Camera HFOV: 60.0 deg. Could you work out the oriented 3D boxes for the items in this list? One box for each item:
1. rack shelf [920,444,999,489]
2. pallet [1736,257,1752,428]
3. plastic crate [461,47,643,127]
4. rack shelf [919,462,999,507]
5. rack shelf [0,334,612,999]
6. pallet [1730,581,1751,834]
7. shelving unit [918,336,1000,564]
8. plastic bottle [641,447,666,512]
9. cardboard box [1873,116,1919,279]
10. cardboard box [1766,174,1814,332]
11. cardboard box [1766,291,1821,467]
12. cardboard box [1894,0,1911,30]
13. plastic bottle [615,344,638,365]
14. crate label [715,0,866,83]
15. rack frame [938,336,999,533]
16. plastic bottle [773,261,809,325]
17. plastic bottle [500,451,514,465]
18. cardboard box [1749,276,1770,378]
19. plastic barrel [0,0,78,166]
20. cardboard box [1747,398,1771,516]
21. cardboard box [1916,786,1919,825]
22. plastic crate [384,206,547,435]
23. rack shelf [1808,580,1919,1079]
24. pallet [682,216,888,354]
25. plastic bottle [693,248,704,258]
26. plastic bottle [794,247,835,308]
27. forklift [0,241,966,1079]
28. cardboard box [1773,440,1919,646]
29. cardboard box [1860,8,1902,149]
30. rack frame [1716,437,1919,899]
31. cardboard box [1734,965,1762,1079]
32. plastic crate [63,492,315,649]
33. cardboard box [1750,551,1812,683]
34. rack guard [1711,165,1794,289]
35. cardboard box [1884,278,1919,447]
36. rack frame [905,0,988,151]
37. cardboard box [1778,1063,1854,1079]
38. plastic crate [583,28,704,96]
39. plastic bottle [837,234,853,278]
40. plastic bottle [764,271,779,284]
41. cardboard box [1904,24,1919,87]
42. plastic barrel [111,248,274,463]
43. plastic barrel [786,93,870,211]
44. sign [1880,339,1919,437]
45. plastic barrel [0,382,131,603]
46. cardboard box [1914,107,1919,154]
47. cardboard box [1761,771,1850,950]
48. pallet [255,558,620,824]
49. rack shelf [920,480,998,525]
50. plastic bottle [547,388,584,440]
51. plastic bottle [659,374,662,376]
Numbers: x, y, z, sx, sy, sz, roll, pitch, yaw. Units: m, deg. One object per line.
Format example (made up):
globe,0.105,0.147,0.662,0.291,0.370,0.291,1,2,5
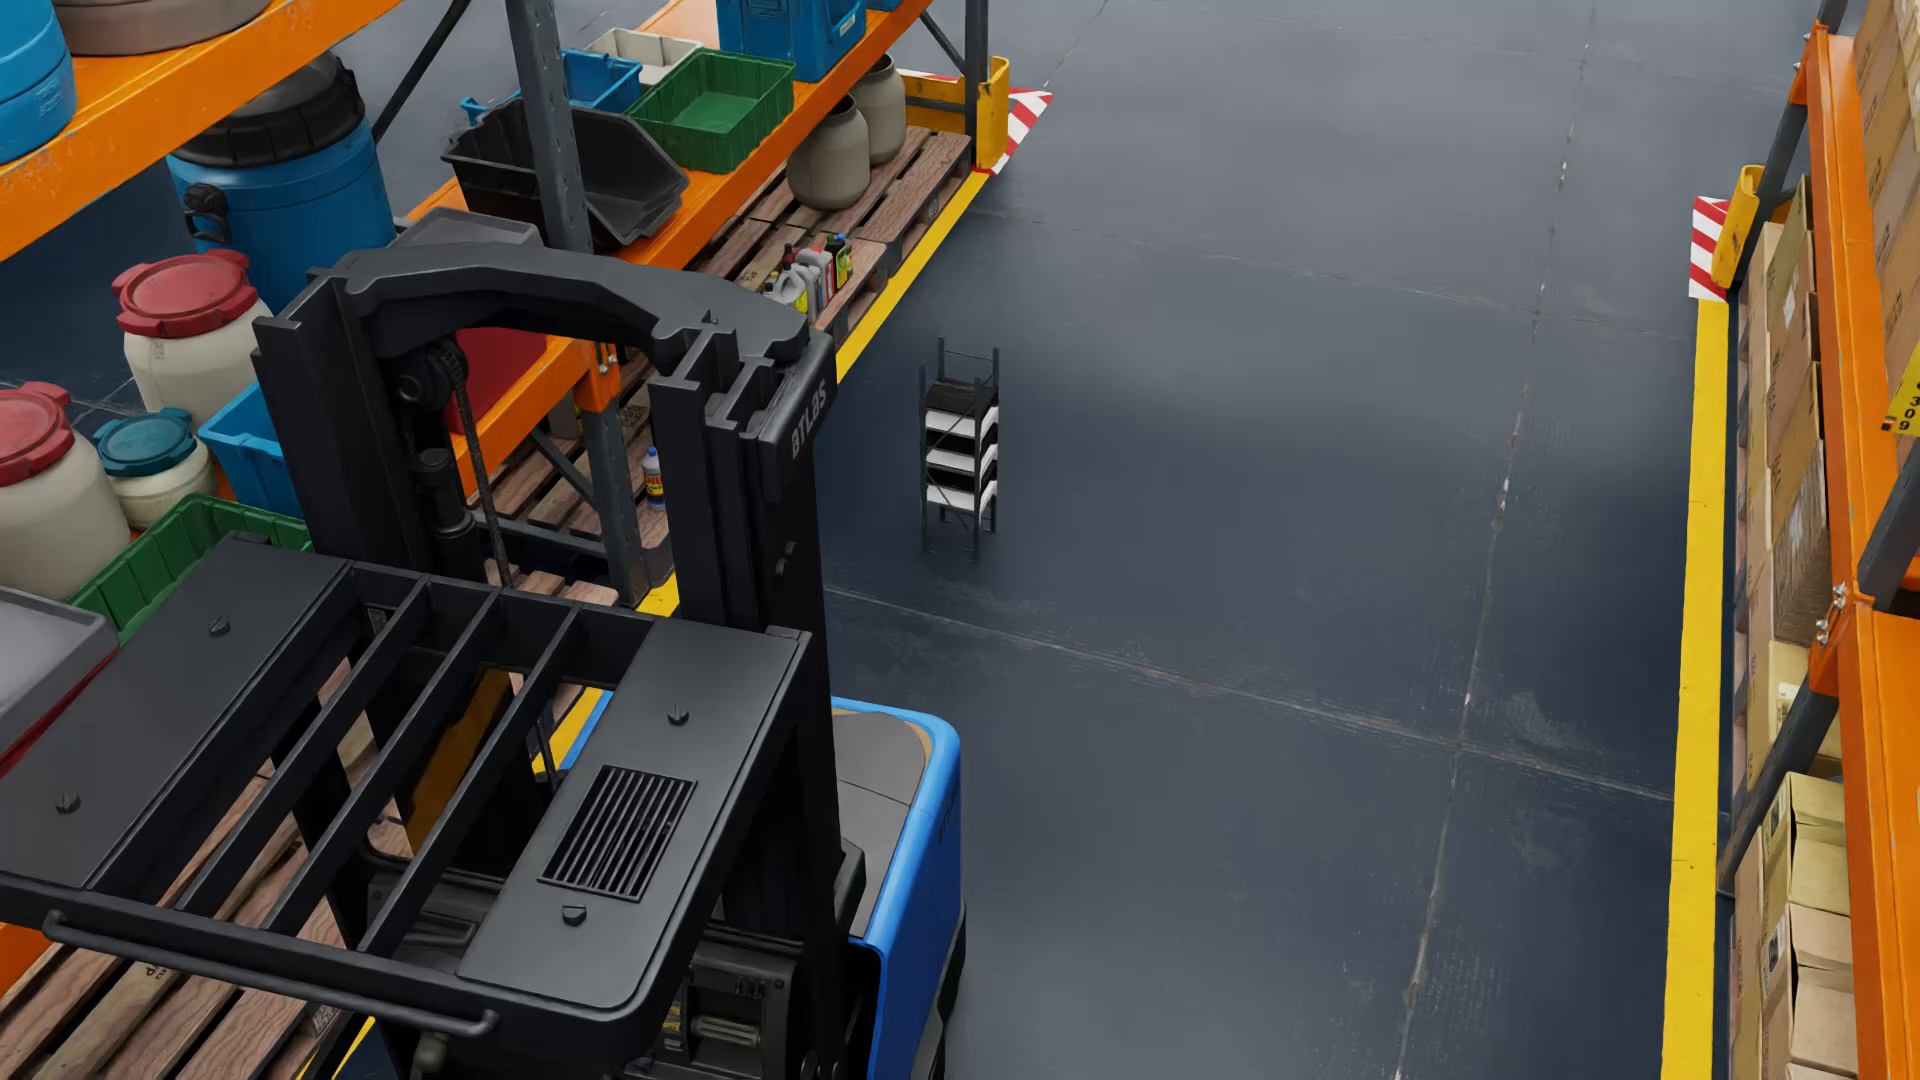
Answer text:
rack shelf,-0.003,-0.312,6.474,0.258,0.077,0.200,13,42,15
pallet,4.092,-0.821,7.550,1.003,0.211,1.213,13,42,15
plastic crate,-1.584,-1.698,6.544,0.499,0.251,0.616,13,42,15
rack shelf,-0.003,-0.244,6.532,0.258,0.077,0.200,13,42,15
rack shelf,-2.391,0.474,4.438,1.077,0.370,4.000,13,42,15
pallet,3.258,0.667,5.805,1.003,0.211,1.213,13,42,15
shelving unit,-0.003,-0.337,6.452,0.258,0.900,0.210,13,42,15
plastic bottle,-1.186,-0.246,6.491,0.097,0.271,0.097,0,40,0
cardboard box,3.616,-1.169,5.732,0.700,0.500,0.500,15,43,16
cardboard box,3.753,-1.174,7.032,0.500,0.500,0.500,13,42,15
cardboard box,3.406,-0.565,6.318,0.500,0.500,0.500,13,42,15
cardboard box,3.715,-1.984,6.188,0.380,0.149,0.250,13,42,14
plastic bottle,-1.477,-0.917,7.268,0.061,0.283,0.133,13,42,15
crate label,-0.715,-2.290,7.096,0.502,0.435,0.616,13,42,15
rack frame,0.032,-0.399,6.525,0.240,0.900,0.006,13,42,15
plastic bottle,-0.768,-1.067,7.392,0.144,0.351,0.185,15,43,17
plastic bottle,-1.876,-0.413,6.740,0.097,0.201,0.097,0,40,0
cardboard box,3.754,-0.888,7.275,0.500,0.250,0.500,13,42,15
plastic barrel,-2.124,-1.195,3.143,0.600,0.901,0.708,13,42,15
cardboard box,3.407,-0.279,6.561,0.500,0.250,0.500,13,42,15
cardboard box,2.451,0.673,3.844,0.380,0.149,0.250,13,42,15
plastic crate,-1.585,-0.681,5.188,0.402,0.464,0.583,13,42,15
rack shelf,2.262,1.575,3.147,1.077,0.370,4.000,13,42,15
pallet,-1.023,-1.106,7.884,1.003,0.211,1.213,13,42,15
plastic bottle,-1.288,-1.462,7.970,0.097,0.201,0.097,0,40,0
plastic bottle,-0.667,-1.225,7.635,0.152,0.276,0.135,14,42,15
forklift,-0.842,1.039,3.274,1.130,2.935,3.031,9,41,11
cardboard box,3.081,0.049,5.598,0.500,0.500,0.500,13,42,15
cardboard box,3.967,-1.793,6.463,0.700,0.500,0.500,14,43,16
rack frame,2.946,0.082,4.343,1.000,3.000,0.127,13,42,15
cardboard box,2.400,1.471,4.510,0.500,0.250,0.500,14,43,16
plastic crate,-2.037,0.186,4.384,0.450,0.188,0.662,13,42,15
cardboard box,3.080,0.334,5.842,0.500,0.250,0.500,13,42,15
rack guard,4.322,-1.421,8.031,1.175,0.500,0.348,13,42,15
cardboard box,3.266,-0.551,5.008,0.700,0.500,0.500,13,42,15
rack frame,-0.339,-3.459,8.494,1.000,3.000,0.127,13,42,15
cardboard box,2.219,1.572,3.960,0.500,0.311,0.500,12,42,14
plastic crate,-1.390,-1.966,6.946,0.530,0.136,0.437,13,42,15
plastic bottle,-0.555,-1.345,7.832,0.097,0.201,0.097,0,40,0
plastic bottle,-0.838,-1.129,7.579,0.097,0.201,0.097,0,40,0
cardboard box,3.539,-1.665,5.814,0.380,0.149,0.250,13,42,15
plastic barrel,-2.240,-0.537,4.963,0.433,0.535,0.433,0,40,0
plastic barrel,-0.664,-1.949,8.316,0.421,0.512,0.421,0,40,0
sign,2.424,-0.400,4.179,0.100,0.325,0.005,13,42,15
plastic barrel,-2.491,-0.089,4.439,0.433,0.535,0.433,0,40,0
cardboard box,3.362,-1.353,5.448,0.380,0.149,0.250,15,43,16
cardboard box,2.571,0.952,4.686,0.500,0.311,0.500,13,42,15
pallet,-1.939,0.529,5.968,1.003,0.211,1.213,13,42,15
rack shelf,-0.003,-0.175,6.591,0.258,0.077,0.200,13,42,15
plastic bottle,-1.622,-0.604,6.849,0.144,0.351,0.185,13,42,15
plastic bottle,-1.177,-0.612,6.858,0.144,0.351,0.185,13,42,15
